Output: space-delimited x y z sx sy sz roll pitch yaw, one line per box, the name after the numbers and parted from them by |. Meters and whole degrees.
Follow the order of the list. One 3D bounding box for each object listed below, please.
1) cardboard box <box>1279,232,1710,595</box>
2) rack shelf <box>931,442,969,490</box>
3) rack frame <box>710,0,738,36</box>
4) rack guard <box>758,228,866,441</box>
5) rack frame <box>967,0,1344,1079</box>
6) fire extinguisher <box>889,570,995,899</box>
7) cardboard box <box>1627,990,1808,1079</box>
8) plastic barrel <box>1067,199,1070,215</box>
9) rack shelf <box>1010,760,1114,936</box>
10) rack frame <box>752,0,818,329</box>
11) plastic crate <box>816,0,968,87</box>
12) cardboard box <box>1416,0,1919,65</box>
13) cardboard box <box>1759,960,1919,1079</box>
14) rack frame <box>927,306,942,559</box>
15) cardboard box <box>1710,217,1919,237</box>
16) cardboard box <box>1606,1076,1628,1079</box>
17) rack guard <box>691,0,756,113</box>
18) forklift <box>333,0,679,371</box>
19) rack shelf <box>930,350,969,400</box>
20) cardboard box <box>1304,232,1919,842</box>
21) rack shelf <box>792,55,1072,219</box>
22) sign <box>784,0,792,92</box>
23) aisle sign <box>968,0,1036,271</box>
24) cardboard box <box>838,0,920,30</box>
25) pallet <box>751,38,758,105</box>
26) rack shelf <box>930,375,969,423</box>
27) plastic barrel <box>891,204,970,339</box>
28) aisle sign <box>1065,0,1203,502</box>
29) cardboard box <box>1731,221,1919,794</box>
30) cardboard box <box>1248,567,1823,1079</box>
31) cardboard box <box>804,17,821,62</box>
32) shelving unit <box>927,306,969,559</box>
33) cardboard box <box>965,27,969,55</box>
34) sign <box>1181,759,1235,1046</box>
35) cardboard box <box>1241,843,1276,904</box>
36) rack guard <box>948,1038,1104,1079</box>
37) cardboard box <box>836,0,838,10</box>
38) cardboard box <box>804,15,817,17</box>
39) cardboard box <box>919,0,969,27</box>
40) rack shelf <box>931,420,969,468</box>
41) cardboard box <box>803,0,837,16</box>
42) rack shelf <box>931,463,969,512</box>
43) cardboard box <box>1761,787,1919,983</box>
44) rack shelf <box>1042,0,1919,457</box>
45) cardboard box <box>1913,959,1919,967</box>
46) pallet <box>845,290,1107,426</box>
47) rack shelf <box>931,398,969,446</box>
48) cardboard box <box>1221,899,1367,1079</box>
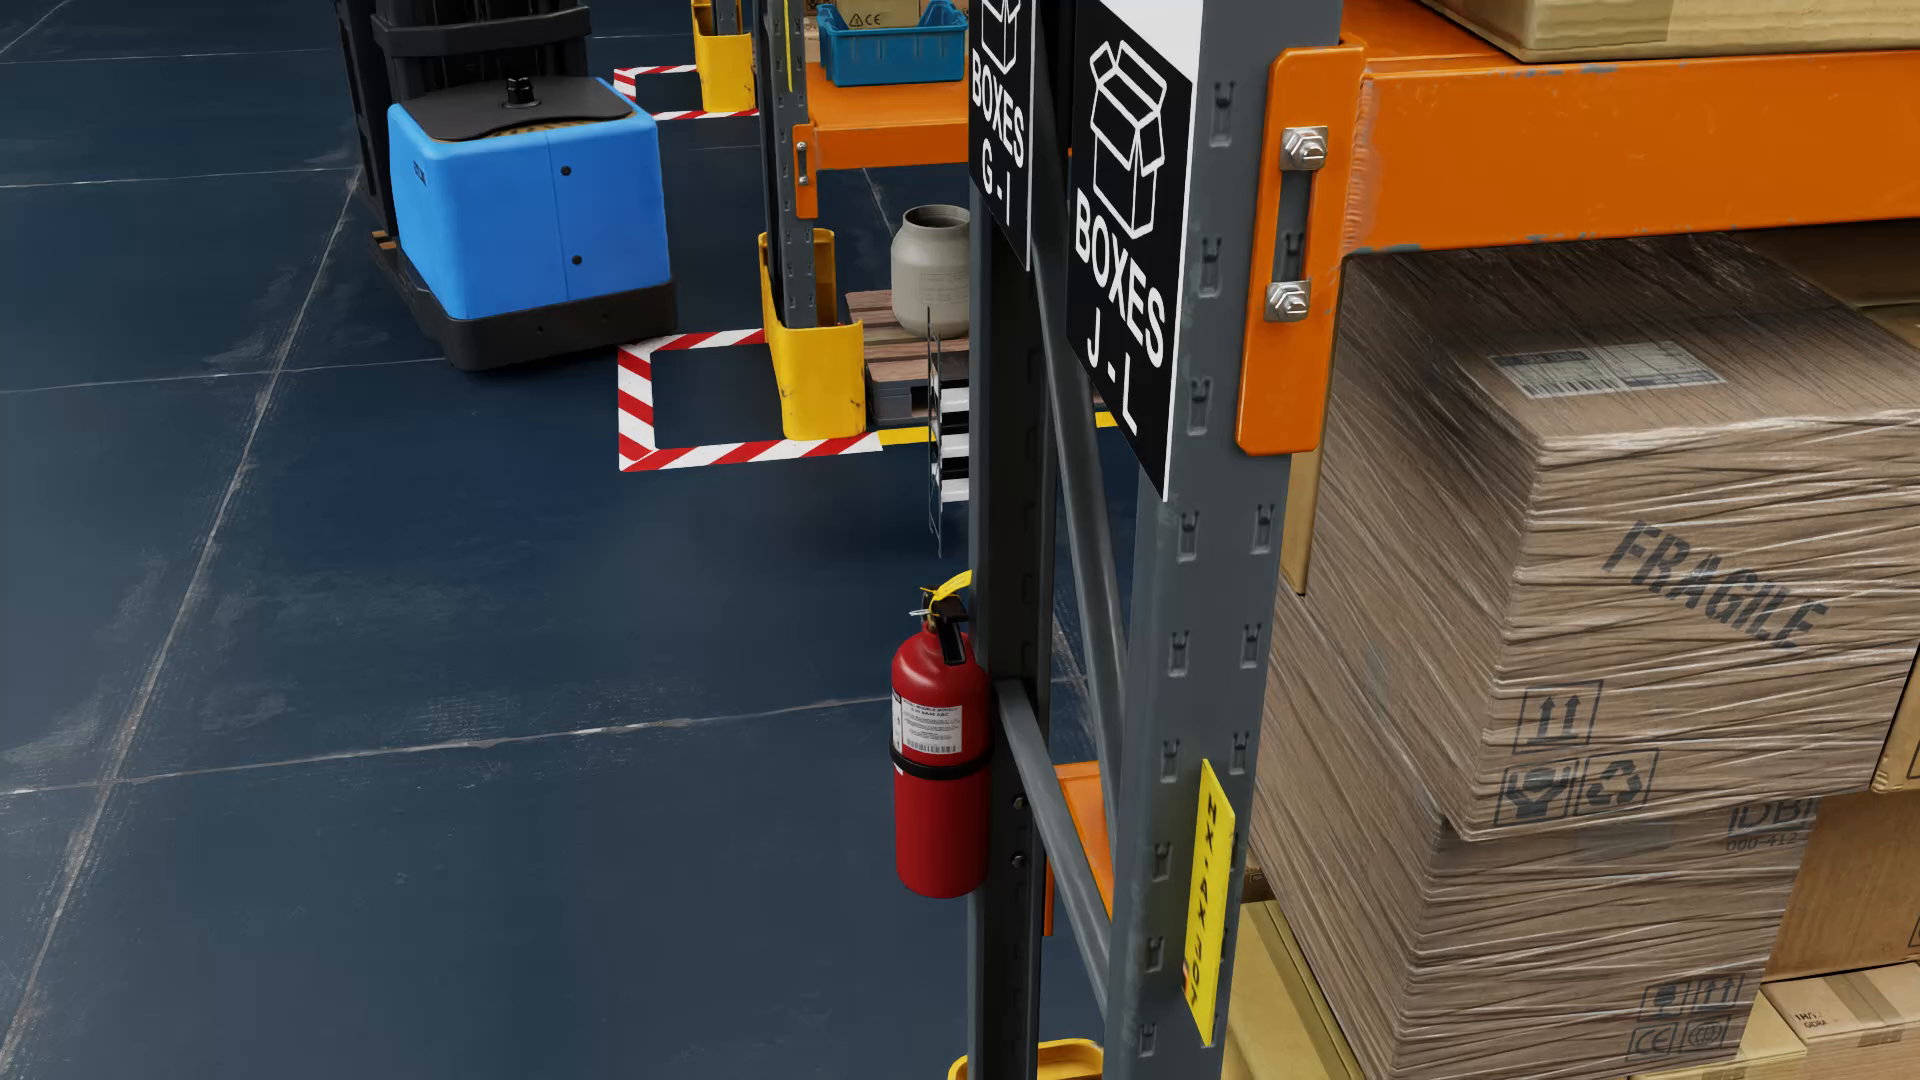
0.661 -0.284 2.395 0.500 0.500 0.500 -5 31 -9 | cardboard box
0.008 -0.282 6.086 0.200 0.077 0.258 -5 31 -9 | rack shelf
-1.616 -4.448 10.855 0.127 3.000 1.000 -5 31 -9 | rack frame
-0.662 -0.931 7.339 0.348 0.500 1.175 -5 31 -9 | rack guard
0.165 0.493 2.452 0.053 2.616 0.949 -5 31 -9 | rack frame
-0.031 0.306 2.847 0.183 0.674 0.296 -5 31 -9 | fire extinguisher
0.986 0.664 2.409 0.250 0.149 0.380 -5 31 -9 | cardboard box
0.399 -1.230 7.423 0.421 0.512 0.421 0 30 0 | plastic barrel
2.132 0.619 2.947 4.000 0.370 1.077 -5 31 -9 | rack shelf
-0.728 -1.978 6.654 0.127 3.000 1.000 -5 31 -9 | rack frame
-0.289 -2.108 7.023 0.616 0.251 0.499 -5 31 -9 | plastic crate
0.685 -0.652 1.588 0.500 0.250 0.500 -4 31 -7 | cardboard box
1.228 0.631 2.465 0.250 0.149 0.380 -5 31 -9 | cardboard box
-0.092 -0.379 6.007 0.006 0.900 0.240 -5 31 -9 | rack frame
1.152 -0.333 2.478 0.500 0.500 0.500 -5 31 -9 | cardboard box
0.737 0.680 2.383 0.250 0.149 0.380 -5 31 -9 | cardboard box
-1.640 -3.368 11.485 0.348 0.500 1.175 -5 31 -9 | rack guard
-2.462 -2.734 8.008 1.130 2.935 3.031 -15 34 -24 | forklift
0.008 -0.593 5.903 0.200 0.077 0.258 -5 31 -9 | rack shelf
0.754 -0.025 1.954 0.500 0.500 0.500 -5 31 -9 | cardboard box
1.239 -1.850 7.147 4.000 0.370 1.077 -5 31 -9 | rack shelf
-0.633 -1.822 6.117 0.005 0.325 0.100 -5 31 -9 | sign
0.049 -0.773 2.040 0.004 0.787 0.394 -5 31 -9 | aisle sign
-0.557 -3.751 11.229 0.500 0.500 0.500 -5 31 -9 | cardboard box
-0.872 -3.336 11.716 1.213 0.211 1.003 -5 31 -9 | pallet
0.008 -0.515 5.949 0.200 0.077 0.258 -5 31 -9 | rack shelf
-0.094 -1.184 7.345 0.421 0.512 0.421 0 30 0 | plastic barrel
0.157 -0.474 1.531 0.004 0.787 0.394 -5 31 -9 | aisle sign
1.247 -0.067 2.026 0.500 0.500 0.500 -5 31 -9 | cardboard box
0.710 0.284 2.416 0.500 0.500 0.875 -5 31 -9 | cardboard box
-1.049 -3.381 11.340 0.500 0.250 0.500 -5 31 -9 | cardboard box
0.008 -0.389 6.023 0.210 0.900 0.258 -5 31 -9 | shelving unit
-0.066 -3.474 11.498 0.500 0.250 0.500 -5 31 -9 | cardboard box
0.262 0.389 1.775 0.005 0.325 0.100 -5 31 -9 | sign
0.407 0.471 2.737 0.250 0.149 0.380 -5 31 -9 | cardboard box
0.239 1.562 3.100 0.348 0.500 1.175 -5 31 -9 | rack guard
-0.652 -3.691 11.867 0.500 0.250 0.500 -5 31 -9 | cardboard box
-1.142 -3.640 11.779 0.500 0.250 0.500 -5 31 -9 | cardboard box
-0.068 -3.803 11.318 0.500 0.500 0.500 -5 31 -9 | cardboard box
0.008 -0.360 6.040 0.200 0.077 0.258 -5 31 -9 | rack shelf
-1.142 -3.964 11.591 0.500 0.500 0.500 -5 31 -9 | cardboard box
0.008 -0.205 6.131 0.200 0.077 0.258 -5 31 -9 | rack shelf
1.180 0.178 2.595 0.500 0.500 0.875 -5 31 -9 | cardboard box
2.132 -0.674 2.187 4.000 0.370 1.077 -5 31 -9 | rack shelf
1.475 0.612 2.498 0.250 0.149 0.380 -5 31 -9 | cardboard box
0.138 -0.878 7.534 1.213 0.211 1.003 -5 31 -9 | pallet
0.008 -0.437 5.994 0.200 0.077 0.258 -5 31 -9 | rack shelf
0.488 0.693 2.360 0.250 0.149 0.380 -5 31 -9 | cardboard box
